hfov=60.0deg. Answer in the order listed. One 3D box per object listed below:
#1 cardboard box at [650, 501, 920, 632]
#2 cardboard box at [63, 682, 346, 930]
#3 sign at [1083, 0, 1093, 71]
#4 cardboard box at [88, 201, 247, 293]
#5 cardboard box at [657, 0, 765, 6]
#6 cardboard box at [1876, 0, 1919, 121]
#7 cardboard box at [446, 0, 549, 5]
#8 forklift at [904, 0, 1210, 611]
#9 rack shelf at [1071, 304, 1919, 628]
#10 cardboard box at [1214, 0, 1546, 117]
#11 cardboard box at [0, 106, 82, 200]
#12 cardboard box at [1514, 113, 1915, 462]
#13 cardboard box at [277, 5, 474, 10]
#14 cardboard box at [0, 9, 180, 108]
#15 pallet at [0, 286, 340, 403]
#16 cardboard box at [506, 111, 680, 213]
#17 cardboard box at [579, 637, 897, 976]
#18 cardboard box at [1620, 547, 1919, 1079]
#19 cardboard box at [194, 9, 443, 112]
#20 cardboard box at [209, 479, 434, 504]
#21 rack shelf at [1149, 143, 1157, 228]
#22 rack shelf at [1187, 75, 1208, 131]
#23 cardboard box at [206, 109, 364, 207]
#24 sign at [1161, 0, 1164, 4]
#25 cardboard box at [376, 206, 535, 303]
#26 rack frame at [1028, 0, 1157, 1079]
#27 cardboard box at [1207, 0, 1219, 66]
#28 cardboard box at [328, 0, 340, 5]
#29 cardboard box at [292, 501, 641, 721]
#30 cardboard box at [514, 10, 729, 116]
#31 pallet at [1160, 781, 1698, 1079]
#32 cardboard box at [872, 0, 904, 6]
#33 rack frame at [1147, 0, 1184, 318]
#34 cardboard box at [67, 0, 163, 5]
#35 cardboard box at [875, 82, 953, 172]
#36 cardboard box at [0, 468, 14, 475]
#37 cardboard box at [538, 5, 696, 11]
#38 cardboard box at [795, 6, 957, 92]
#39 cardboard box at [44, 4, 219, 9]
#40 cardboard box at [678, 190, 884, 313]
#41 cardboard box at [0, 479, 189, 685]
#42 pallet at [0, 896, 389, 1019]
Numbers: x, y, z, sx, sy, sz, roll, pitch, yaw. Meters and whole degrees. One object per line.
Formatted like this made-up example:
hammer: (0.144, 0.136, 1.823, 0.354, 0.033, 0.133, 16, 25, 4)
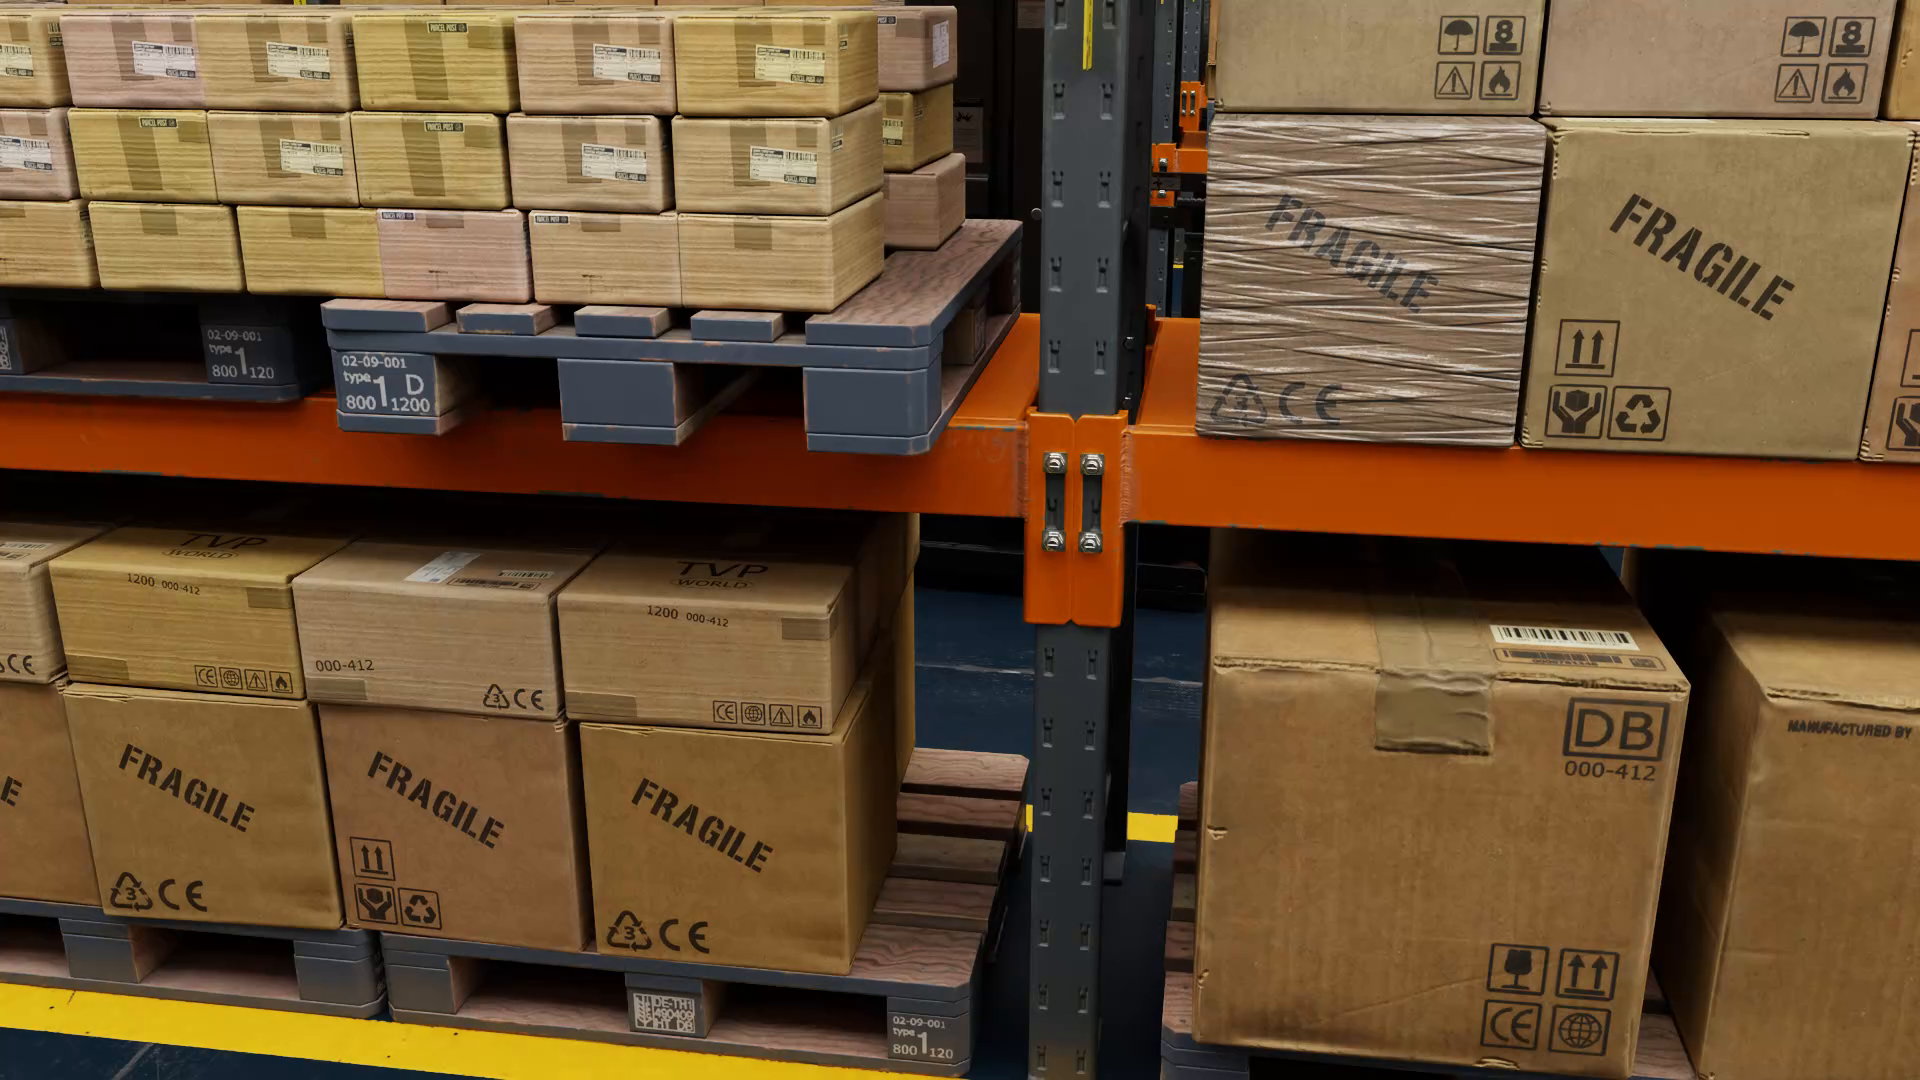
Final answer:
cardboard box: (-0.372, -0.010, 3.702, 0.500, 0.250, 0.500, 2, 19, 6)
cardboard box: (-1.457, 0.456, 3.491, 0.500, 0.500, 0.500, 2, 19, 6)
sign: (0.194, -0.871, 2.480, 0.005, 0.325, 0.100, 3, 19, 9)
cardboard box: (-1.300, -0.544, 2.935, 0.250, 0.149, 0.380, 2, 19, 6)
cardboard box: (-1.091, -2.630, 7.702, 0.500, 0.500, 0.500, 3, 19, 8)
cardboard box: (1.719, -0.976, 2.759, 0.500, 0.500, 0.700, 3, 19, 8)
cardboard box: (-2.098, -2.680, 7.852, 0.500, 0.500, 0.500, 3, 19, 8)
forklift: (0.606, -1.340, 5.688, 3.031, 2.935, 1.130, 5, 19, 14)
rack shelf: (2.245, -0.089, 2.974, 4.000, 0.370, 1.077, 3, 19, 9)
cardboard box: (0.712, -1.026, 2.909, 0.500, 0.500, 0.700, 3, 19, 8)
cardboard box: (-1.563, -0.698, 2.927, 0.250, 0.149, 0.380, 3, 19, 10)
cardboard box: (1.174, -0.446, 2.751, 0.500, 0.500, 0.500, 3, 19, 8)
cardboard box: (-1.191, -1.029, 3.449, 0.250, 0.149, 0.380, 4, 19, 11)
cardboard box: (-1.562, -0.839, 2.881, 0.250, 0.149, 0.380, 4, 19, 11)
pallet: (-1.690, -0.526, 3.451, 1.213, 0.211, 1.003, 3, 19, 9)
cardboard box: (-0.553, -0.647, 2.773, 0.250, 0.149, 0.380, 4, 19, 11)
cardboard box: (-0.420, 0.505, 3.345, 0.500, 0.500, 0.500, 3, 19, 8)
cardboard box: (1.721, 0.439, 3.147, 0.750, 0.750, 1.050, 3, 19, 9)
cardboard box: (-1.056, -0.812, 2.800, 0.250, 0.149, 0.380, 3, 19, 10)
cardboard box: (-1.359, -0.065, 3.865, 0.500, 0.250, 0.500, 3, 19, 9)
rack shelf: (-1.019, -1.846, 8.226, 4.000, 0.370, 1.077, 3, 19, 9)
rack shelf: (3.714, -3.200, 12.272, 4.000, 0.370, 1.077, 3, 19, 9)
cardboard box: (-1.060, -0.672, 2.849, 0.250, 0.149, 0.380, 3, 19, 9)
sign: (0.871, -2.461, 7.107, 0.005, 0.325, 0.100, 3, 19, 9)
cardboard box: (-0.788, -0.517, 2.855, 0.250, 0.149, 0.380, 3, 19, 10)
rack frame: (0.271, -0.530, 3.161, 0.127, 3.000, 1.000, 3, 19, 9)
cardboard box: (1.364, -2.379, 7.397, 0.500, 0.500, 0.500, 2, 19, 7)
cardboard box: (-3.425, -2.909, 8.536, 0.500, 0.500, 0.500, 3, 19, 9)
cardboard box: (-0.946, 0.126, 3.295, 0.500, 0.250, 0.500, 3, 19, 9)
cardboard box: (-0.533, -0.787, 2.724, 0.250, 0.149, 0.380, 3, 19, 8)
pallet: (1.037, 0.855, 3.414, 1.213, 0.211, 1.003, 3, 19, 9)
cardboard box: (-0.104, -2.575, 7.539, 0.500, 0.500, 0.500, 3, 19, 10)
rack frame: (0.956, -2.086, 7.811, 0.127, 3.000, 1.000, 3, 19, 9)
cardboard box: (-4.003, -2.774, 8.134, 0.500, 0.500, 0.500, 3, 19, 8)
cardboard box: (-0.174, -0.839, 3.347, 0.250, 0.149, 0.380, 4, 19, 11)
cardboard box: (-2.398, -0.113, 4.008, 0.500, 0.250, 0.500, 4, 19, 11)
cardboard box: (-0.662, -1.003, 3.369, 0.250, 0.149, 0.380, 3, 19, 8)
cardboard box: (-0.159, -0.977, 3.291, 0.250, 0.149, 0.380, 3, 19, 9)
cardboard box: (-1.698, -1.056, 3.528, 0.250, 0.149, 0.380, 3, 19, 8)
cardboard box: (-0.289, -0.491, 2.778, 0.250, 0.149, 0.380, 3, 19, 10)
cardboard box: (-1.962, 0.072, 3.456, 0.500, 0.250, 0.500, 4, 19, 11)
pallet: (-1.702, 0.690, 3.908, 1.213, 0.211, 1.003, 3, 19, 9)
